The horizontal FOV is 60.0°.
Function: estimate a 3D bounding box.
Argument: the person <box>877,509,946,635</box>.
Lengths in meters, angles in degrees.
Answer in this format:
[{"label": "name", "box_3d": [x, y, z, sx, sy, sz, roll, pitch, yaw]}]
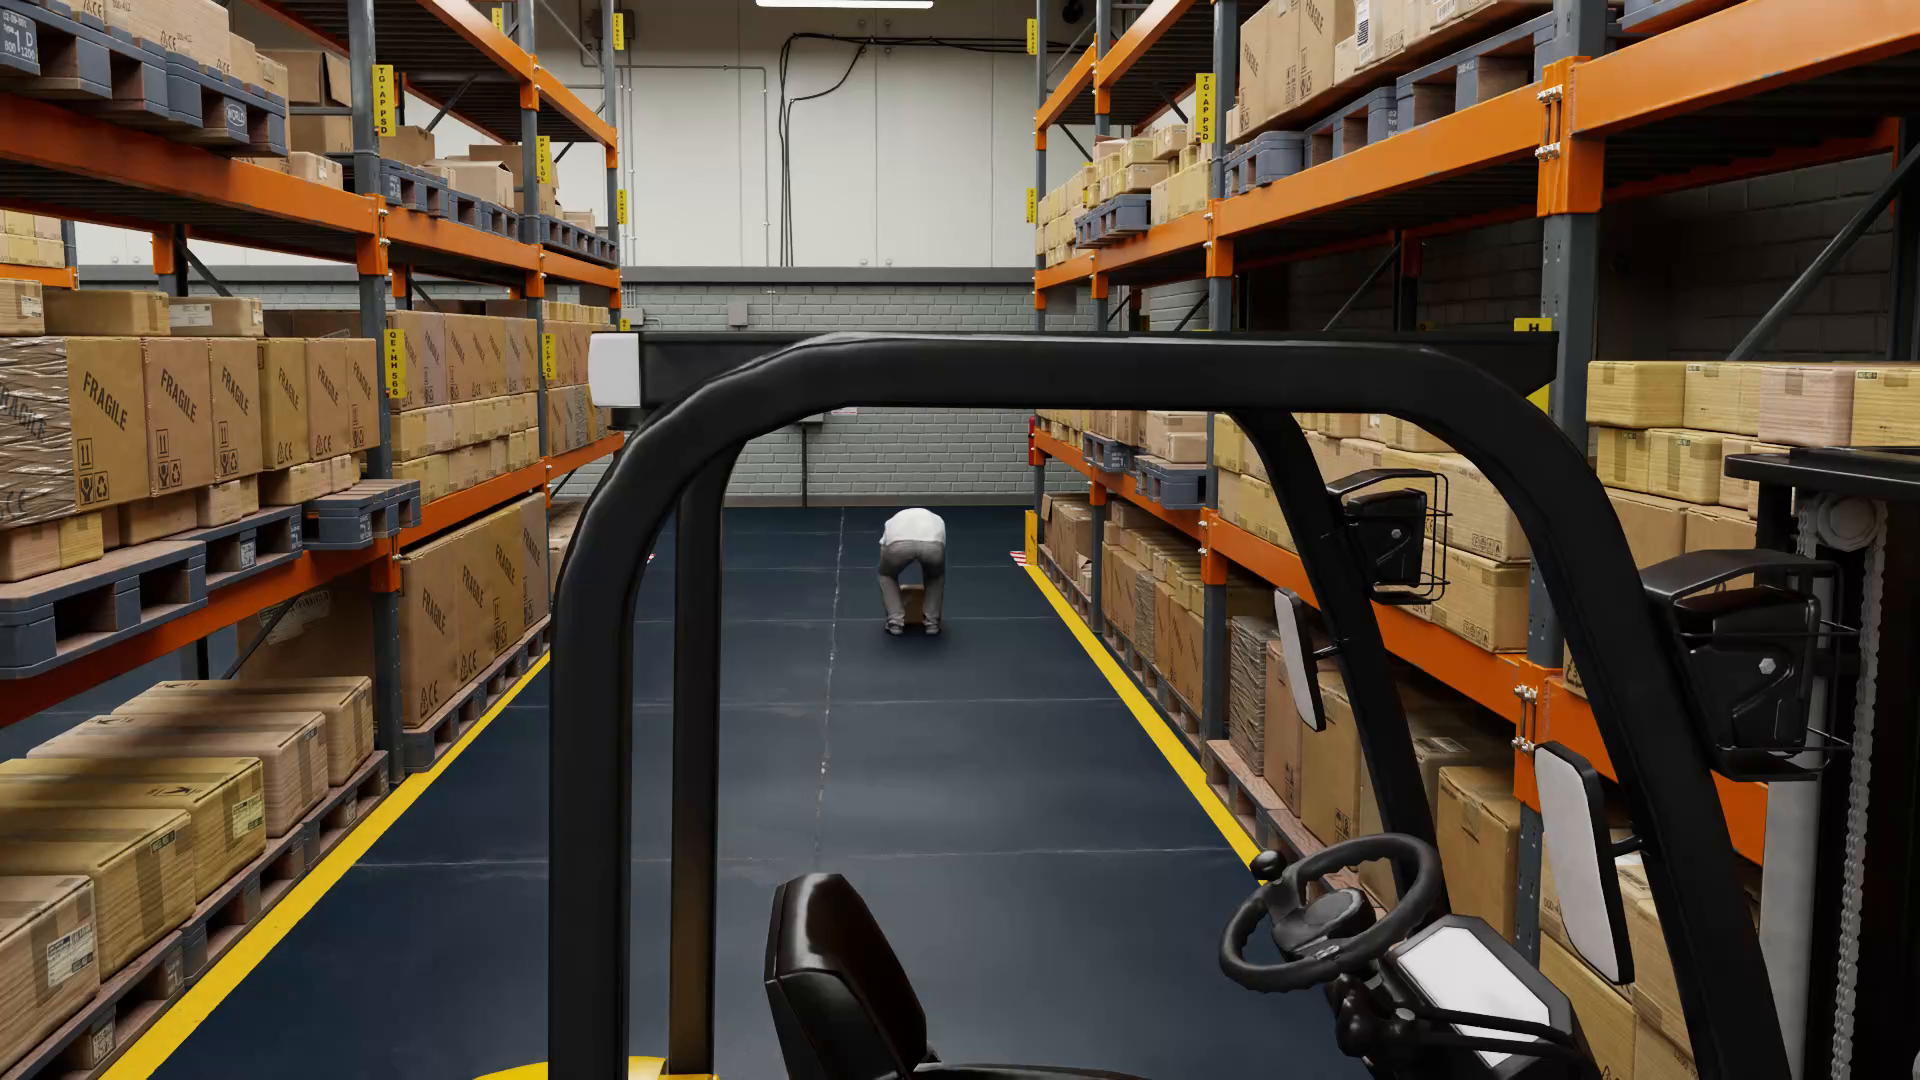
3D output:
[{"label": "person", "box_3d": [-0.369, 0.206, 12.506, 0.519, 0.923, 0.999, -1, 7, -6]}]
